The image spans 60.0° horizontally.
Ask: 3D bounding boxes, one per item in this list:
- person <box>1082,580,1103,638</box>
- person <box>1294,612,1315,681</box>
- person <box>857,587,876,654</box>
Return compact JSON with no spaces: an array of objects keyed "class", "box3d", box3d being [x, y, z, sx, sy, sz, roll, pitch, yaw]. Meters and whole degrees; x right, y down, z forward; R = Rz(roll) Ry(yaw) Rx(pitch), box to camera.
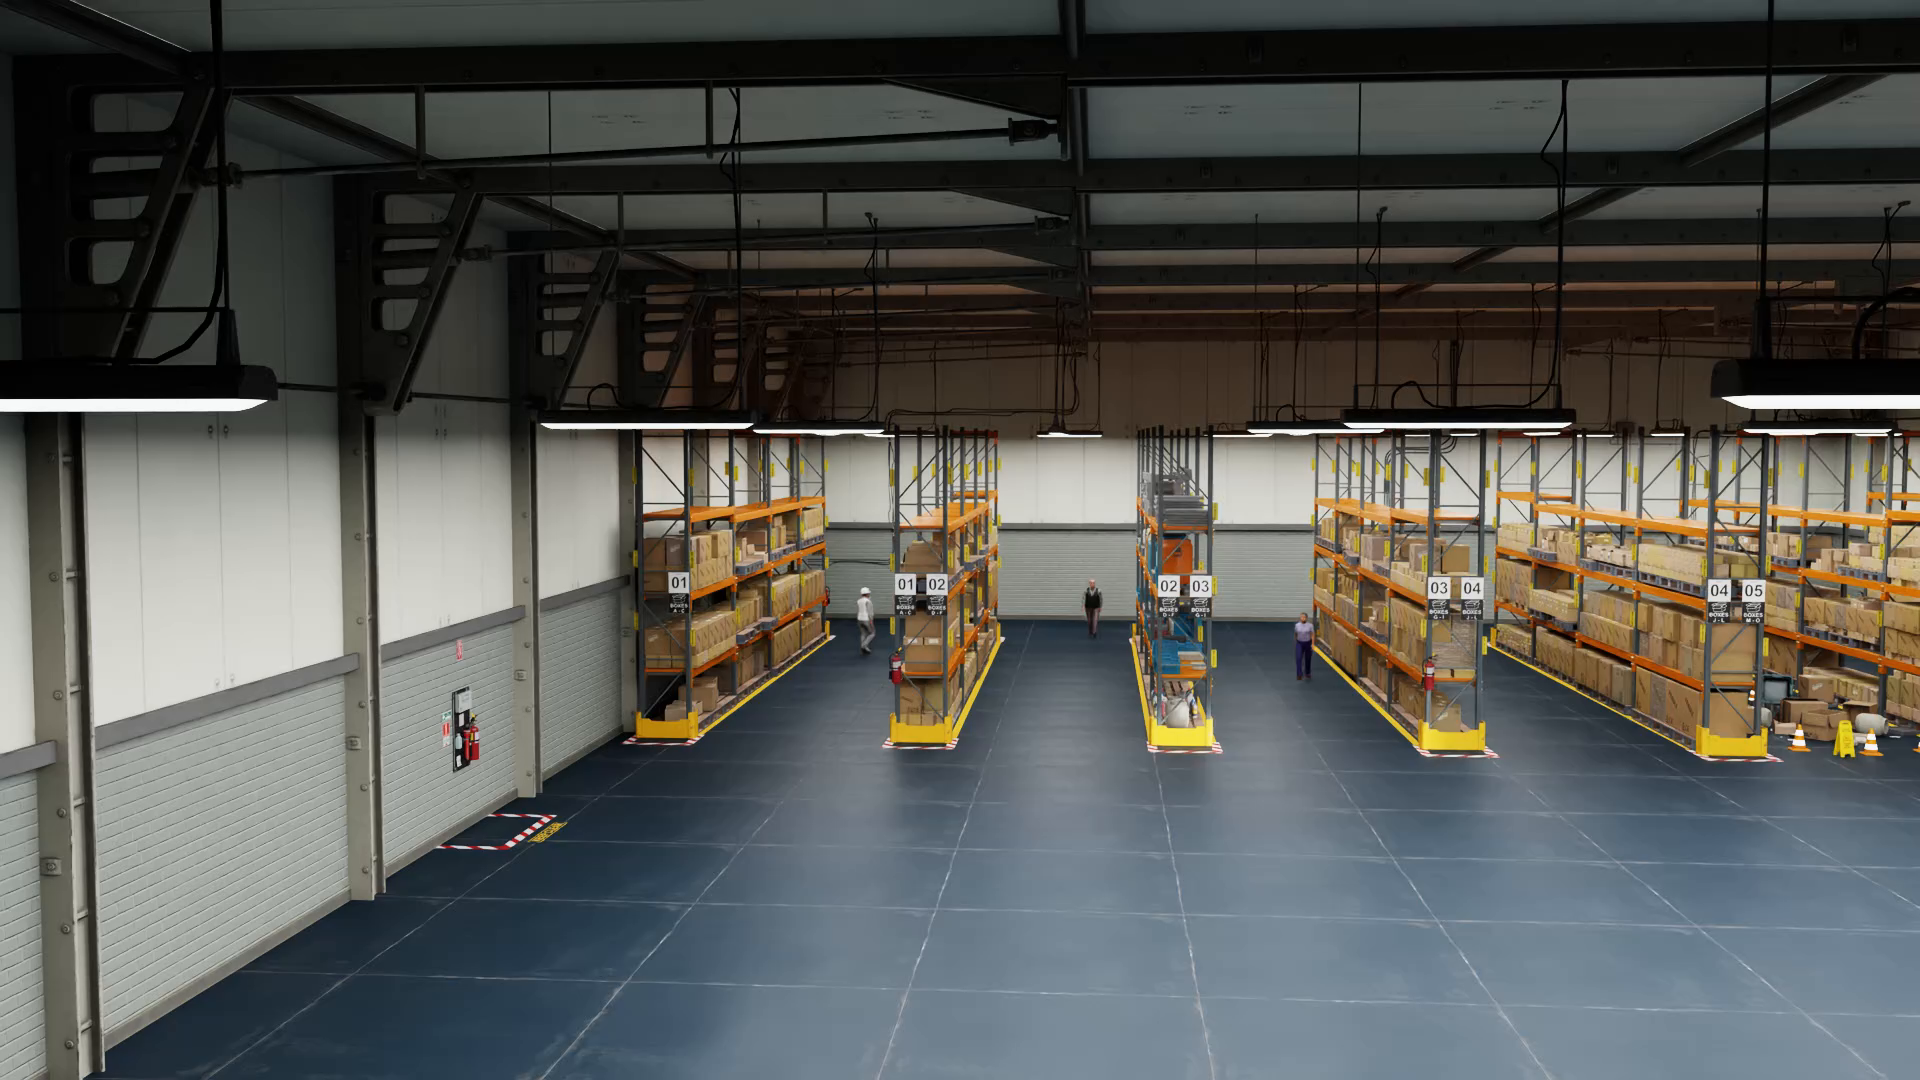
[{"class":"person","box3d":[3.838,1.978,48.186,0.588,1.658,1.069,0,3,8]},{"class":"person","box3d":[8.203,2.523,39.585,0.501,1.596,0.949,1,4,15]},{"class":"person","box3d":[-2.549,2.163,44.537,0.478,1.774,0.567,-3,5,-43]}]
